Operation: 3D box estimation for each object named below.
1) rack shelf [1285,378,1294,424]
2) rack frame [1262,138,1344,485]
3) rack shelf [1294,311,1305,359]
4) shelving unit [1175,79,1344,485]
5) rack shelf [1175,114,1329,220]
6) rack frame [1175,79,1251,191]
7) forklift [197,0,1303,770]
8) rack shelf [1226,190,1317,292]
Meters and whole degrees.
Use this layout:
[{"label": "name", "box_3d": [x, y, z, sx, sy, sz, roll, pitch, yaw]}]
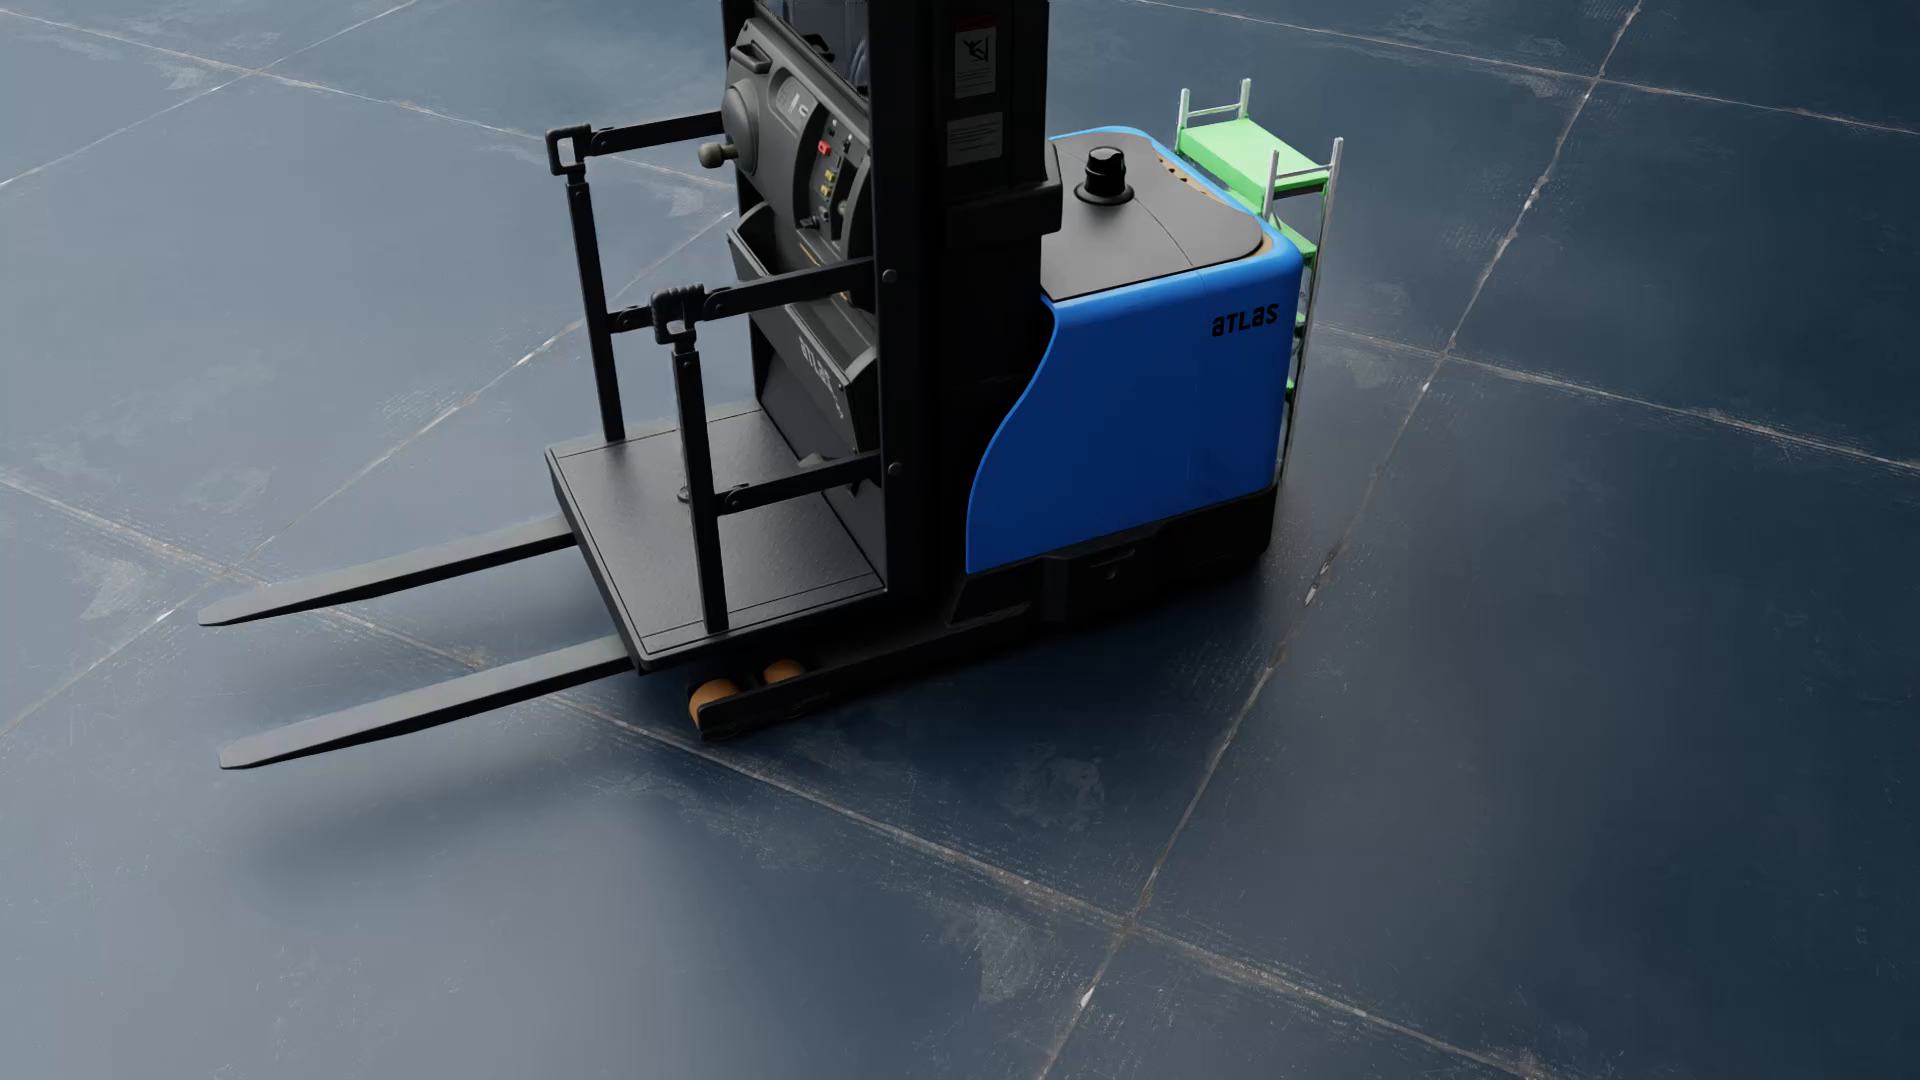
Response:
[{"label": "rack shelf", "box_3d": [0.869, -0.537, 5.462, 0.258, 0.148, 0.480, -15, 40, -20]}, {"label": "rack frame", "box_3d": [0.979, -0.647, 5.104, 0.240, 1.200, 0.015, -15, 40, -20]}, {"label": "rack shelf", "box_3d": [0.875, -0.729, 5.319, 0.258, 0.148, 0.480, -15, 40, -20]}, {"label": "shelving unit", "box_3d": [0.876, -0.781, 5.280, 0.258, 1.200, 0.503, -15, 40, -20]}, {"label": "rack shelf", "box_3d": [0.885, -1.114, 5.032, 0.258, 0.148, 0.480, -15, 40, -20]}, {"label": "rack frame", "box_3d": [0.773, -0.914, 5.457, 0.240, 1.200, 0.015, -15, 40, -20]}, {"label": "forklift", "box_3d": [-0.604, -0.989, 4.128, 3.031, 2.935, 1.130, -16, 40, -20]}, {"label": "rack shelf", "box_3d": [0.880, -0.922, 5.175, 0.258, 0.148, 0.480, -15, 40, -20]}]
